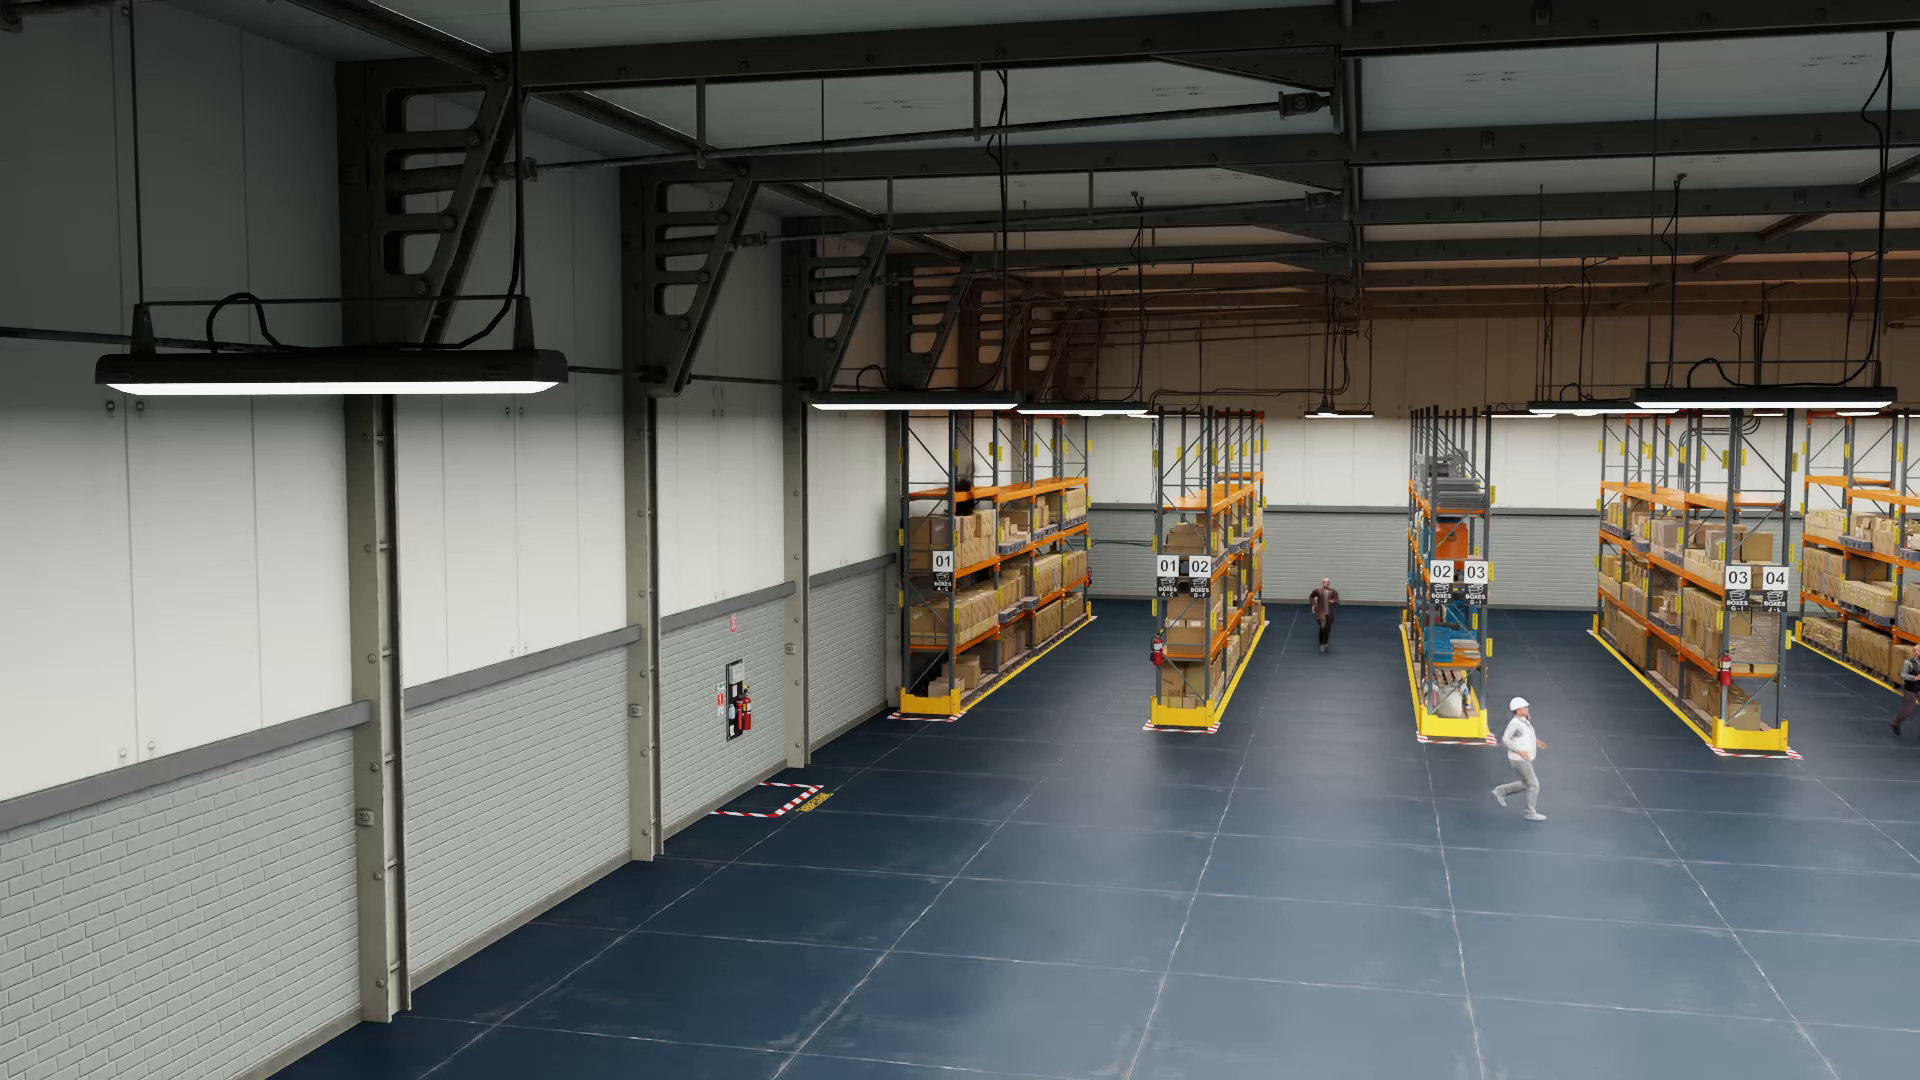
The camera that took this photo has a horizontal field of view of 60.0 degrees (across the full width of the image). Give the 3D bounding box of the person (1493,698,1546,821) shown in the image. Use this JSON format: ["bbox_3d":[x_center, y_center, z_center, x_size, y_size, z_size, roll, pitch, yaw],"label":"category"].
[{"bbox_3d":[8.057,3.137,23.943,0.803,1.739,0.668,3,5,34],"label":"person"}]

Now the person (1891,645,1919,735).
[{"bbox_3d":[17.063,2.733,29.679,0.666,1.758,0.940,0,4,3],"label":"person"}]

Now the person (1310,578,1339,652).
[{"bbox_3d":[9.099,1.868,41.441,0.669,1.849,0.835,0,4,-2],"label":"person"}]
